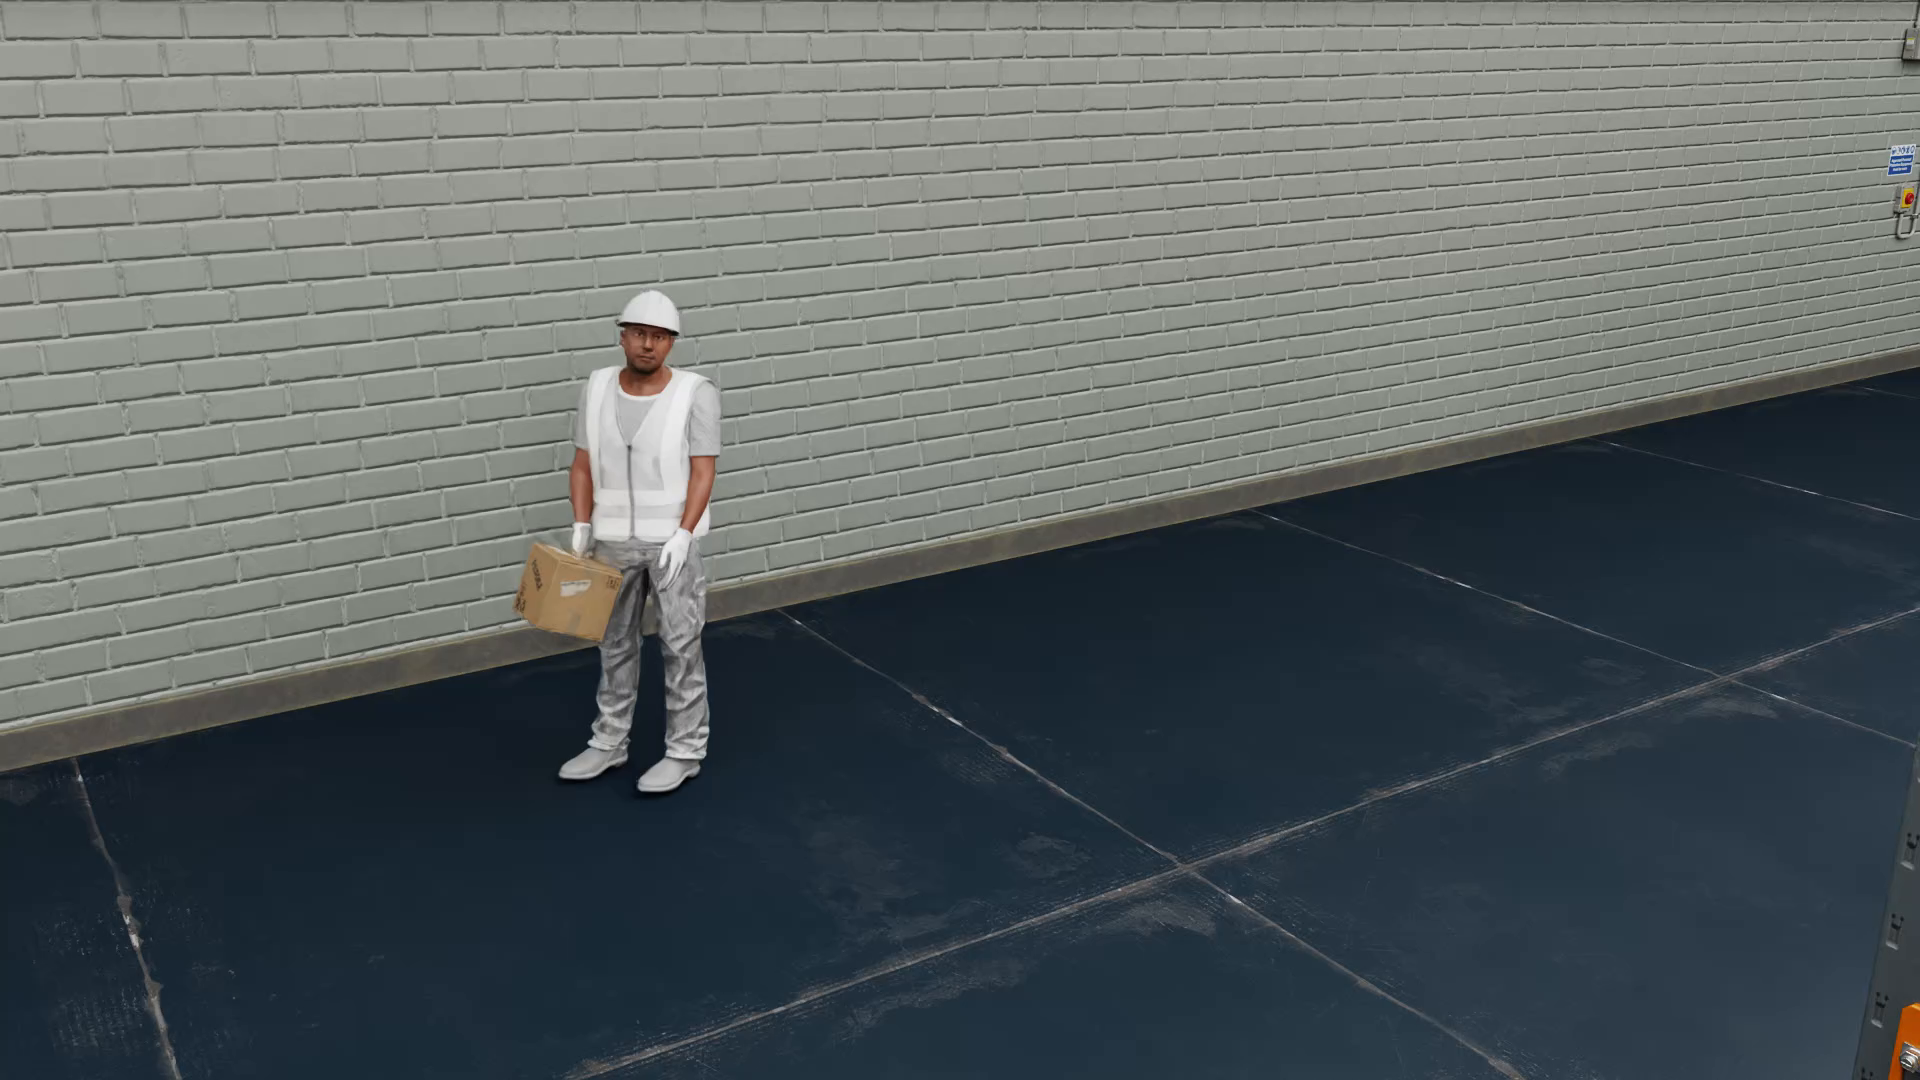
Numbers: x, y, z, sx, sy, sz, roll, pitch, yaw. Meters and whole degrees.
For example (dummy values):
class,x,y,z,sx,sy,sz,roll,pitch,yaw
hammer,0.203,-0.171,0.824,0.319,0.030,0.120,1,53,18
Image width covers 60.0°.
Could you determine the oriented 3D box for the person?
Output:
class,x,y,z,sx,sy,sz,roll,pitch,yaw
person,-1.159,0.013,5.931,0.610,1.791,0.472,3,18,10
